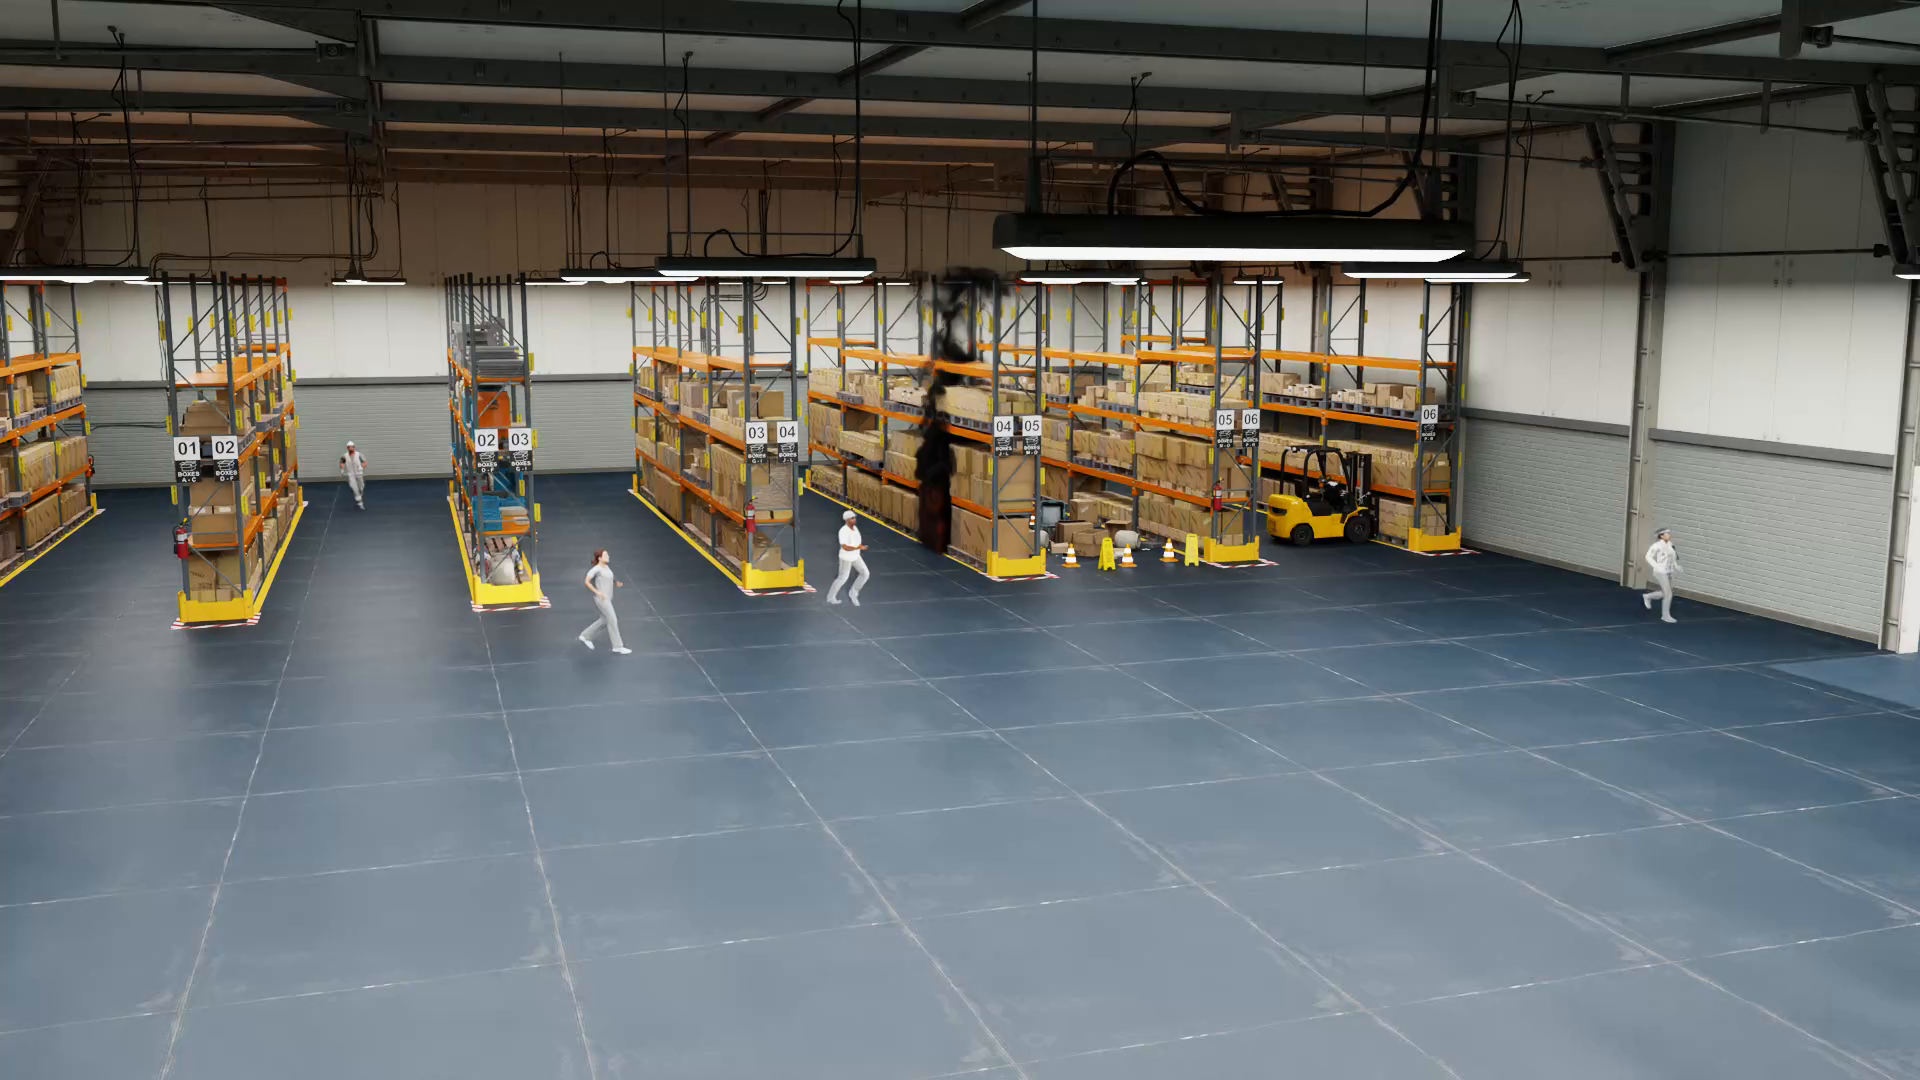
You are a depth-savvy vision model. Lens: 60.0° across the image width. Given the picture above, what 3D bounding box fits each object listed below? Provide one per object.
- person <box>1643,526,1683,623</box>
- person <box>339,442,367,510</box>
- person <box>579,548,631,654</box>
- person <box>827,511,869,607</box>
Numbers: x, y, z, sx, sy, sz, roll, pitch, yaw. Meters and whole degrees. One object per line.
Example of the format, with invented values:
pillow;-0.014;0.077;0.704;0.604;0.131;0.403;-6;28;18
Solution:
person;12.178;0.571;28.895;0.618;1.677;0.692;-6;10;-33
person;-15.808;-1.688;43.396;0.675;1.752;0.860;-4;10;-26
person;-5.616;0.951;26.146;0.874;1.667;0.569;1;9;7
person;-1.975;0.334;29.991;0.858;1.761;0.719;4;10;27
